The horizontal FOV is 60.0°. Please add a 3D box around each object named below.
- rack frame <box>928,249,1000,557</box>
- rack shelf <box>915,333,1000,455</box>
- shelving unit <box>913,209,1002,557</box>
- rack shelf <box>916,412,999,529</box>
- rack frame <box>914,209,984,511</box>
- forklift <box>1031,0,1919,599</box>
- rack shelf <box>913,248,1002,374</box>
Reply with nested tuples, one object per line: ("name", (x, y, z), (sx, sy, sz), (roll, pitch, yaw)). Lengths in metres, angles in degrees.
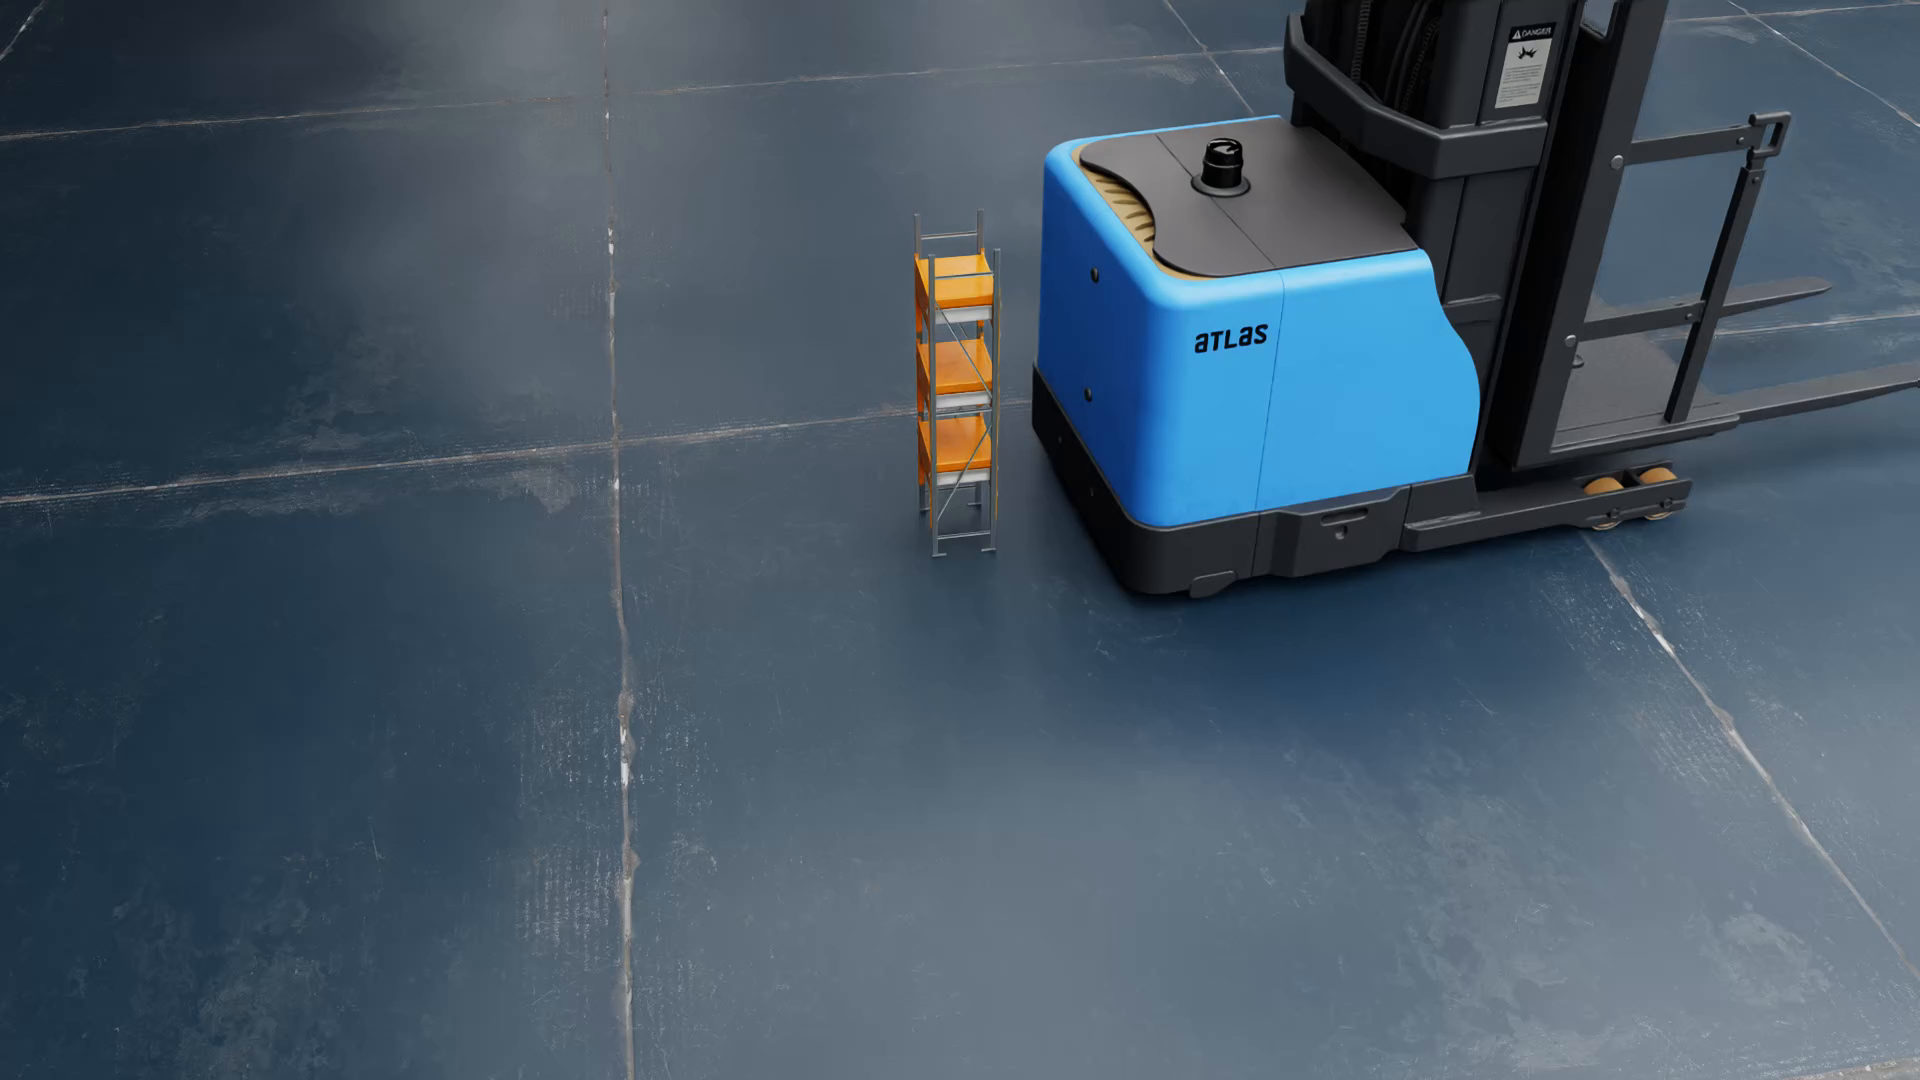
("rack frame", (0.012, -0.373, 4.875), (0.200, 1.050, 0.008), (-6, 38, -8))
("rack shelf", (-0.009, -0.439, 4.976), (0.215, 0.259, 0.240), (-6, 38, -8))
("shelving unit", (-0.009, -0.447, 4.970), (0.215, 1.050, 0.252), (-6, 38, -8))
("rack shelf", (-0.009, -0.219, 5.147), (0.215, 0.259, 0.240), (-6, 38, -8))
("rack frame", (-0.031, -0.521, 5.064), (0.200, 1.050, 0.008), (-6, 38, -8))
("forklift", (1.818, -1.490, 4.779), (3.031, 2.935, 1.130), (-10, 39, -13))
("rack shelf", (-0.009, -0.663, 4.802), (0.215, 0.259, 0.240), (-6, 38, -8))
